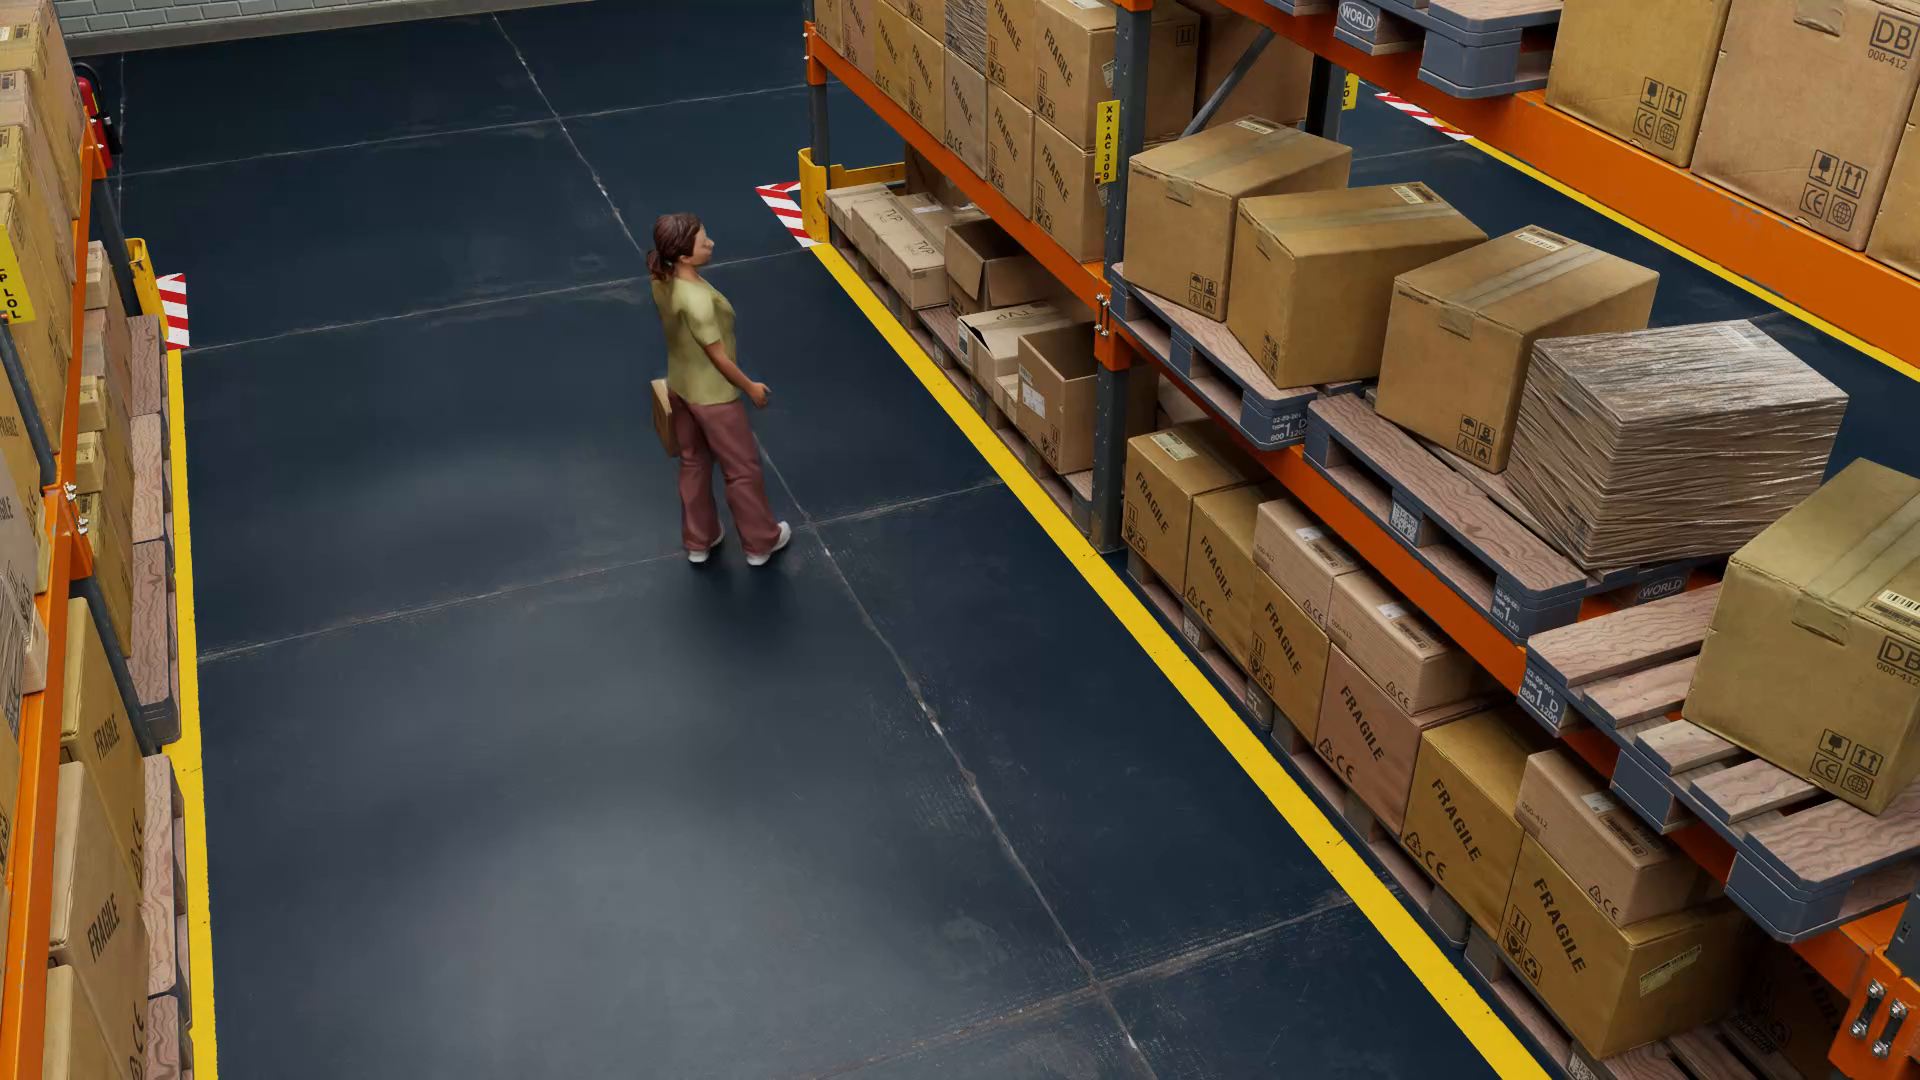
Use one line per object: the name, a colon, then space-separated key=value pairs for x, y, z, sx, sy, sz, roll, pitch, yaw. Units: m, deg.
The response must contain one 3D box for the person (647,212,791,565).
person: x=-1.031 y=-0.647 z=7.090 sx=0.540 sy=1.674 sz=0.463 roll=-24 pitch=41 yaw=-32
